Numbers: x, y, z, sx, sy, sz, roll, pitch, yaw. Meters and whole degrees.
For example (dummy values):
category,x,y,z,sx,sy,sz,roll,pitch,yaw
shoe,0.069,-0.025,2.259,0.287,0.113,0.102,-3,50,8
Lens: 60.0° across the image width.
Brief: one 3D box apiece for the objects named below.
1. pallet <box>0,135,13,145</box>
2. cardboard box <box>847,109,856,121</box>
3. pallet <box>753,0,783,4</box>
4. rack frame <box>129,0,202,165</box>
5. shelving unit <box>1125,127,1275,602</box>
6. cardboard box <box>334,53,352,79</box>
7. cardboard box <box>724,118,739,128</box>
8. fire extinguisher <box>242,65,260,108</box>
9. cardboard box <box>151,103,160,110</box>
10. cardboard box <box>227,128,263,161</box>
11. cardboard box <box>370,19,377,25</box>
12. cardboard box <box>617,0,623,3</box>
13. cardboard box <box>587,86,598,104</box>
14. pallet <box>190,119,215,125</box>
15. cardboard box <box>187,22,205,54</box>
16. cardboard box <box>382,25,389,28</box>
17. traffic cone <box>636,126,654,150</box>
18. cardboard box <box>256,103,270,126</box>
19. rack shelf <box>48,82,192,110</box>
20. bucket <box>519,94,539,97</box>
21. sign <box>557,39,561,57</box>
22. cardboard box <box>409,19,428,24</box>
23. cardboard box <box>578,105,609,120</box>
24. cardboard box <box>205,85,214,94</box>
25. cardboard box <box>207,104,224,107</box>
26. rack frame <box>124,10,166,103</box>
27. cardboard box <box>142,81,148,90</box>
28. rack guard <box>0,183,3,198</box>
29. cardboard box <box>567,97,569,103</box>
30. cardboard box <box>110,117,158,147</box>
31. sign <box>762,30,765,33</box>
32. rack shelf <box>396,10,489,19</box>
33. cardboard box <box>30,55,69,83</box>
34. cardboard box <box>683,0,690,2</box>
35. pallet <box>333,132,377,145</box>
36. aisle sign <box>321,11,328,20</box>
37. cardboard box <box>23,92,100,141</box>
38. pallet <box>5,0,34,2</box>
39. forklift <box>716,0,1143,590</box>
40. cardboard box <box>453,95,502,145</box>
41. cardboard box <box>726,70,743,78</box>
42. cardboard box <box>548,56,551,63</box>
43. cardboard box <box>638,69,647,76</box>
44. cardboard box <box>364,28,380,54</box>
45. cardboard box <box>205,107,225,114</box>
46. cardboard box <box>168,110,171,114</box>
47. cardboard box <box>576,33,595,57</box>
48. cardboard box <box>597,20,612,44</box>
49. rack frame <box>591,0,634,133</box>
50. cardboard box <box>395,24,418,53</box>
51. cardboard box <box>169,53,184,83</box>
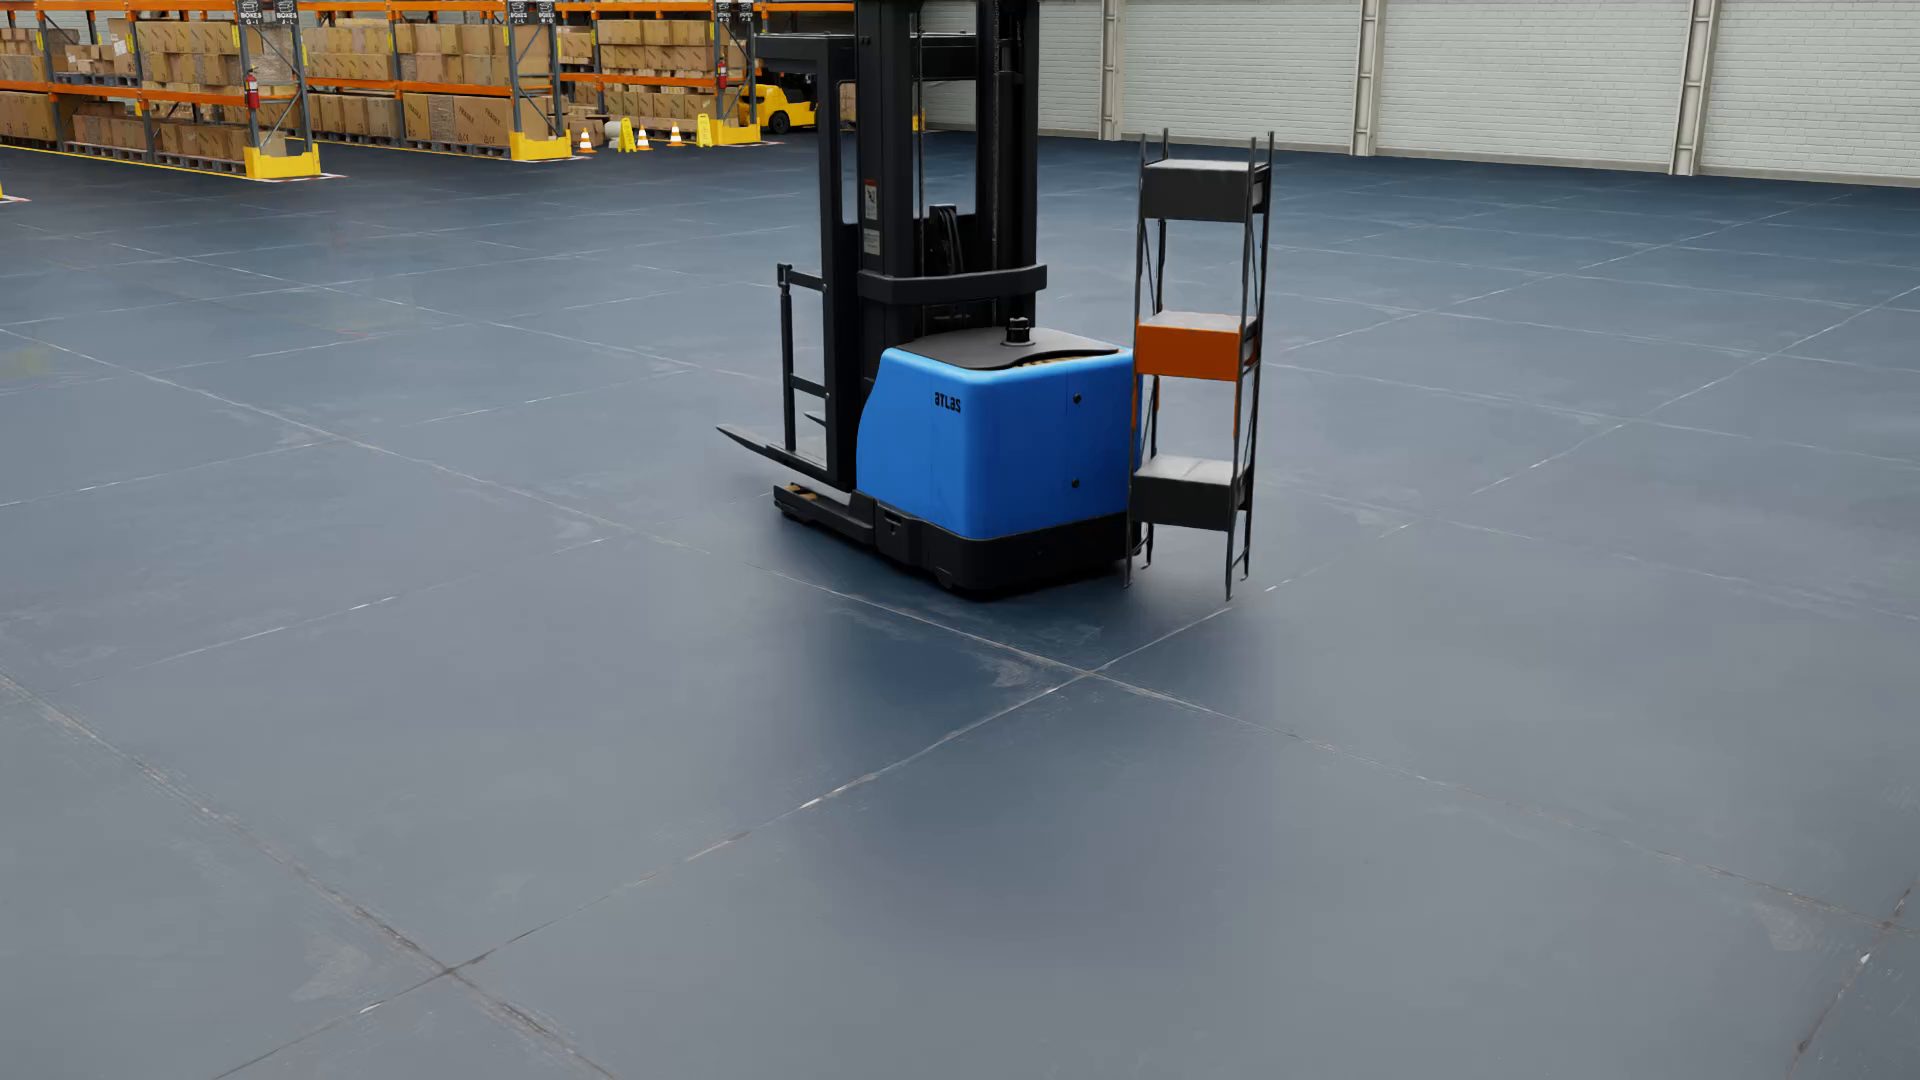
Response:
category,x,y,z,sx,sy,sz,roll,pitch,yaw
pallet,-19.571,-8.433,34.836,1.213,0.211,1.003,15,23,39
cardboard box,-2.279,-9.871,38.608,0.500,0.250,0.500,15,23,39
pallet,-5.013,-13.173,40.517,1.217,0.209,0.805,14,22,37
rack frame,-14.214,-8.294,29.787,0.127,3.000,1.000,15,23,39
shelving unit,1.093,-0.800,7.653,0.503,2.100,0.431,7,19,21
cardboard box,-12.551,-9.792,34.342,0.500,0.500,0.500,15,23,39
cardboard box,-5.064,-8.847,35.381,0.500,0.250,0.500,15,23,39
fire extinguisher,-11.443,-7.327,26.867,0.183,0.674,0.296,15,23,39
cardboard box,-19.433,-10.557,40.446,0.250,0.149,0.380,15,23,39
cardboard box,-12.148,-6.741,28.332,0.500,0.500,0.500,-11,21,-31
cardboard box,-14.779,-13.184,42.306,0.250,0.149,0.380,15,23,39
cardboard box,-7.148,-11.638,35.780,0.250,0.149,0.380,15,23,39
cardboard box,-9.711,-12.022,44.972,0.500,0.500,0.500,15,23,39
pallet,-17.356,-9.800,39.142,1.213,0.211,1.003,15,23,39
cardboard box,-12.548,-8.411,27.847,0.500,0.500,0.500,15,23,39
cardboard box,-14.156,-12.699,41.848,0.500,0.500,0.500,15,23,39
traffic cone,-6.305,-7.999,33.051,0.334,0.463,0.336,15,23,39
cardboard box,-15.296,-9.488,36.988,0.500,0.500,0.500,14,22,37
rack shelf,-15.710,-8.353,31.161,4.000,0.370,1.077,15,23,39
bucket,-9.214,-9.054,35.082,0.726,0.611,0.620,-9,10,-27
sign,-7.482,-9.167,30.977,0.005,0.325,0.100,15,23,39
cardboard box,-13.684,-13.098,42.033,0.250,0.149,0.380,15,23,38
cardboard box,-8.030,-9.588,37.516,0.625,0.372,0.950,15,23,40
cardboard box,-12.518,-7.629,28.107,0.250,0.149,0.380,15,23,39
cardboard box,-17.269,-10.140,38.638,0.250,0.149,0.380,16,24,41
rack frame,-19.822,-11.805,40.851,0.127,3.000,1.000,15,23,39
cardboard box,-14.253,-8.063,29.475,0.250,0.149,0.380,15,23,39
rack guard,-14.598,-5.183,24.118,0.348,0.500,1.175,15,23,39
cardboard box,-10.939,-12.153,45.965,0.250,0.149,0.380,14,22,38
cardboard box,-15.422,-7.653,31.171,0.500,0.500,0.700,13,22,35
sign,-4.697,-12.049,39.837,0.005,0.325,0.100,15,23,39
rack shelf,-12.124,-12.828,40.303,4.000,0.370,1.077,15,23,39
cardboard box,-17.739,-9.188,32.438,0.500,0.500,0.500,16,24,41
cardboard box,-5.481,-11.155,34.258,0.250,0.149,0.380,16,24,41
pallet,-12.390,-8.450,34.887,1.213,0.211,1.003,15,23,39
aisle sign,-16.858,-14.133,43.889,0.004,0.787,0.394,15,23,39
cardboard box,-17.708,-8.428,33.027,0.875,0.875,1.225,14,22,37
pallet,-17.723,-10.554,32.262,1.003,0.211,1.213,16,24,42
forklift,-0.352,-1.554,8.664,1.130,2.935,3.031,-12,21,-32
cardboard box,-9.065,-8.078,31.923,0.875,0.875,0.875,15,23,38
cardboard box,-4.761,-9.728,34.722,0.250,0.149,0.380,15,23,39
cardboard box,-9.332,-10.977,37.962,0.250,0.149,0.380,16,24,41
cardboard box,-6.663,-10.022,35.646,0.250,0.149,0.380,15,23,40
cardboard box,-11.608,-10.121,33.727,0.500,0.500,0.700,15,23,38
cardboard box,-17.276,-9.977,38.616,0.250,0.149,0.380,16,23,40
cardboard box,-18.829,-10.281,40.066,0.250,0.149,0.380,15,23,39
cardboard box,-8.134,-10.967,36.857,0.500,0.500,0.500,15,23,38
cardboard box,-7.451,-11.065,36.207,0.500,0.500,0.700,15,23,39
rack frame,-7.636,-10.536,36.852,0.127,3.000,1.000,15,23,39
cardboard box,-10.593,-9.900,32.815,0.550,0.550,0.875,15,23,39
cardboard box,-13.127,-8.193,28.812,0.500,0.500,0.875,15,23,39
